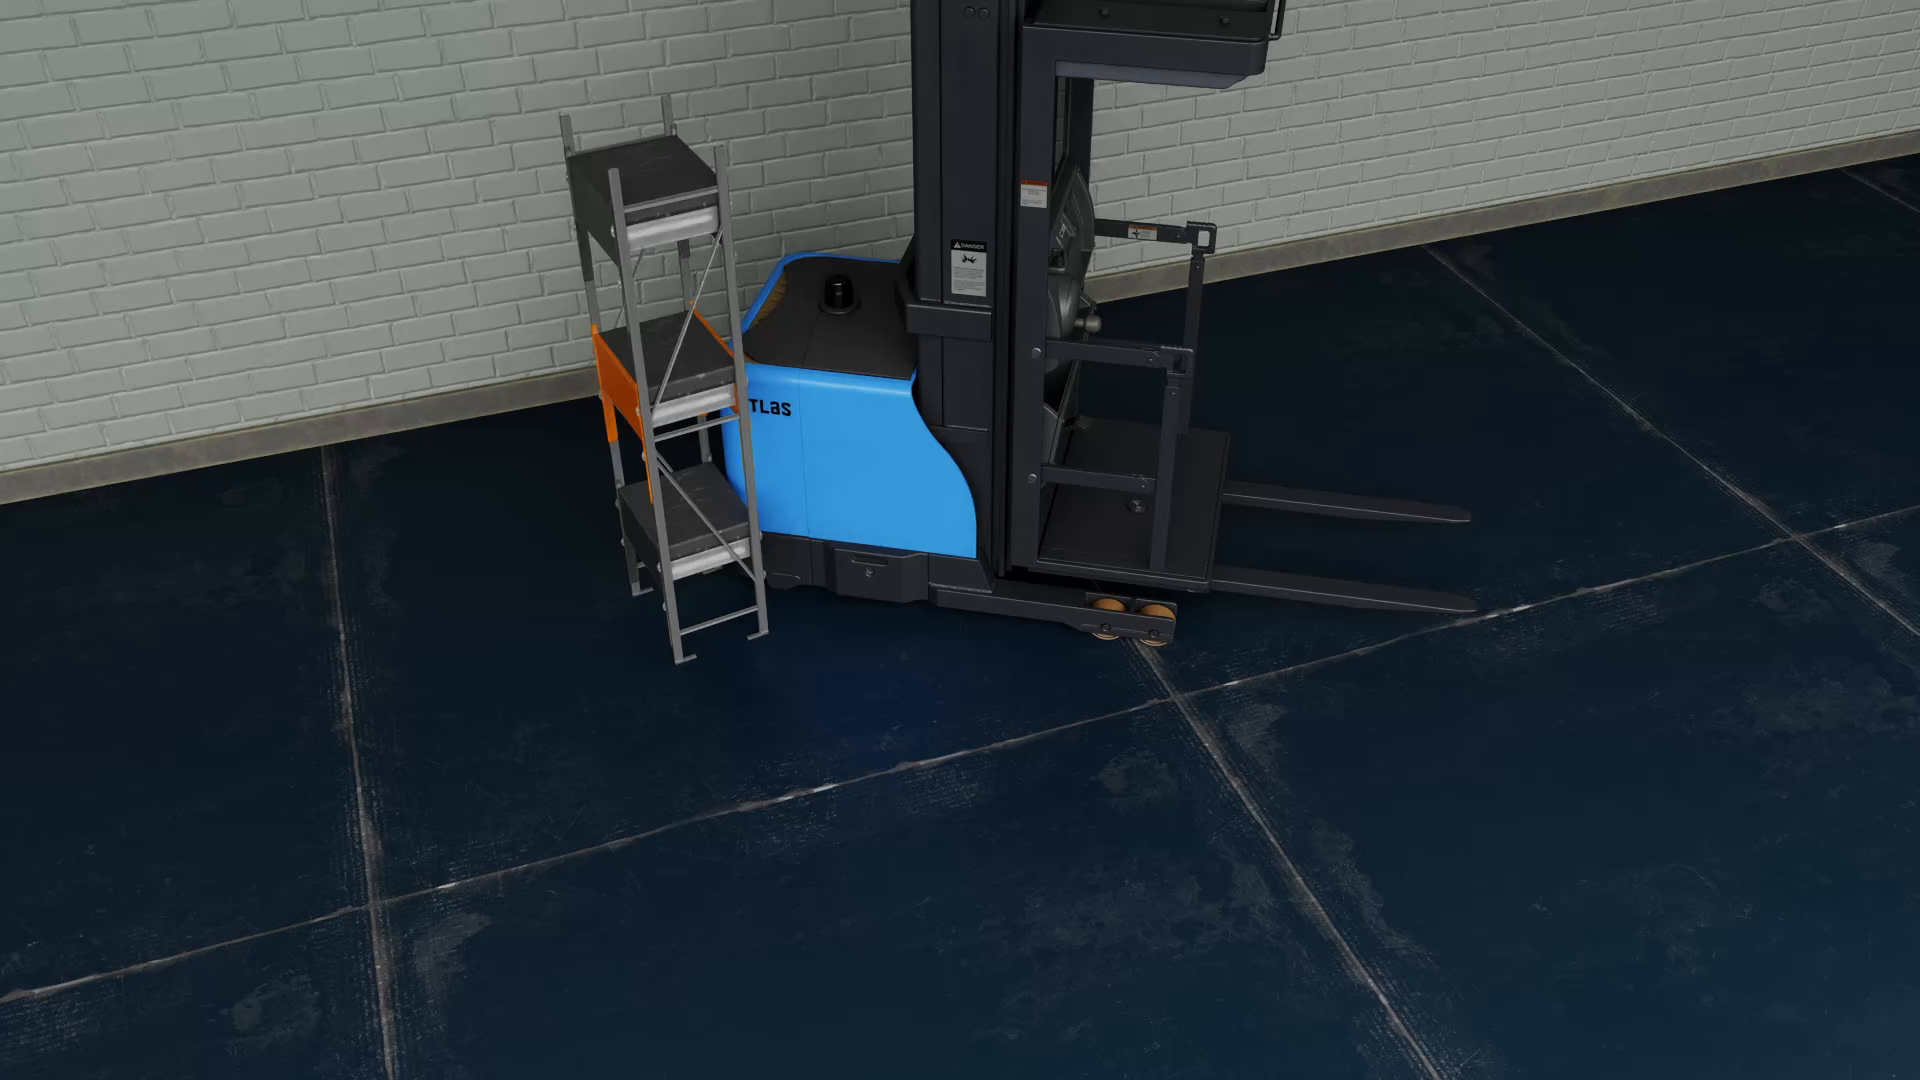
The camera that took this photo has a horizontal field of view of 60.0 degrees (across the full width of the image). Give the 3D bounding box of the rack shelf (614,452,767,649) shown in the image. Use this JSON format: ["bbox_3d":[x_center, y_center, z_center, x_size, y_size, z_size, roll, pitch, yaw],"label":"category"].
[{"bbox_3d":[-1.073,0.036,6.643,0.431,0.518,0.480,-18,41,-23],"label":"rack shelf"}]

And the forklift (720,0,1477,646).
[{"bbox_3d":[0.610,-1.095,6.268,3.031,2.935,1.130,7,38,9],"label":"forklift"}]

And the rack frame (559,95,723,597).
[{"bbox_3d":[-1.190,-0.663,6.384,0.400,2.100,0.015,-18,41,-23],"label":"rack frame"}]

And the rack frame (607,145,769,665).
[{"bbox_3d":[-0.955,-0.405,6.043,0.400,2.100,0.015,-18,41,-23],"label":"rack frame"}]

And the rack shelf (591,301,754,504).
[{"bbox_3d":[-1.073,-0.523,6.222,0.431,0.518,0.480,-18,41,-23],"label":"rack shelf"}]

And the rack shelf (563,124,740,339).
[{"bbox_3d":[-1.073,-1.082,5.801,0.431,0.518,0.480,-18,41,-23],"label":"rack shelf"}]

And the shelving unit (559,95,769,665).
[{"bbox_3d":[-1.073,-0.534,6.214,0.431,2.100,0.503,-18,41,-23],"label":"shelving unit"}]
